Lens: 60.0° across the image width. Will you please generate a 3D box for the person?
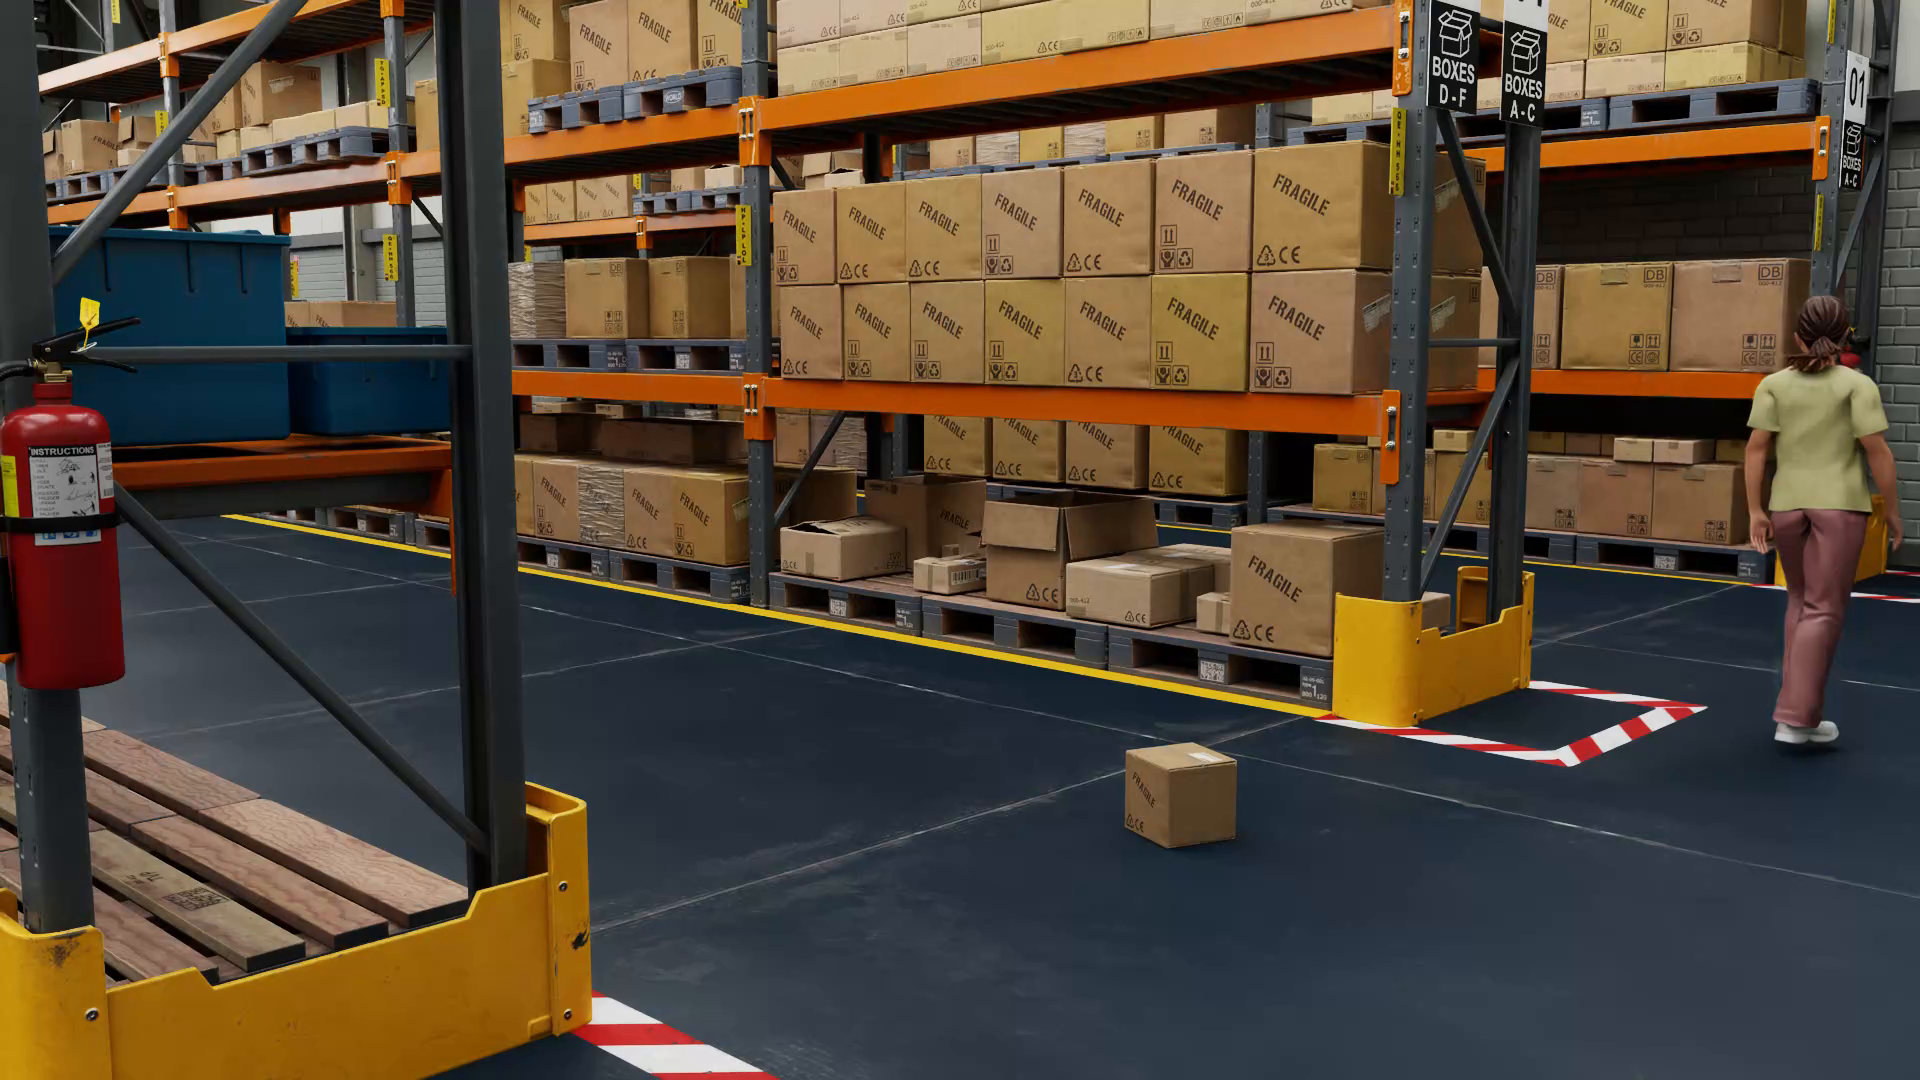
[{"bbox_3d":[3.229,-0.044,6.218,0.538,1.728,0.486,-6,9,-38],"label":"person"}]
